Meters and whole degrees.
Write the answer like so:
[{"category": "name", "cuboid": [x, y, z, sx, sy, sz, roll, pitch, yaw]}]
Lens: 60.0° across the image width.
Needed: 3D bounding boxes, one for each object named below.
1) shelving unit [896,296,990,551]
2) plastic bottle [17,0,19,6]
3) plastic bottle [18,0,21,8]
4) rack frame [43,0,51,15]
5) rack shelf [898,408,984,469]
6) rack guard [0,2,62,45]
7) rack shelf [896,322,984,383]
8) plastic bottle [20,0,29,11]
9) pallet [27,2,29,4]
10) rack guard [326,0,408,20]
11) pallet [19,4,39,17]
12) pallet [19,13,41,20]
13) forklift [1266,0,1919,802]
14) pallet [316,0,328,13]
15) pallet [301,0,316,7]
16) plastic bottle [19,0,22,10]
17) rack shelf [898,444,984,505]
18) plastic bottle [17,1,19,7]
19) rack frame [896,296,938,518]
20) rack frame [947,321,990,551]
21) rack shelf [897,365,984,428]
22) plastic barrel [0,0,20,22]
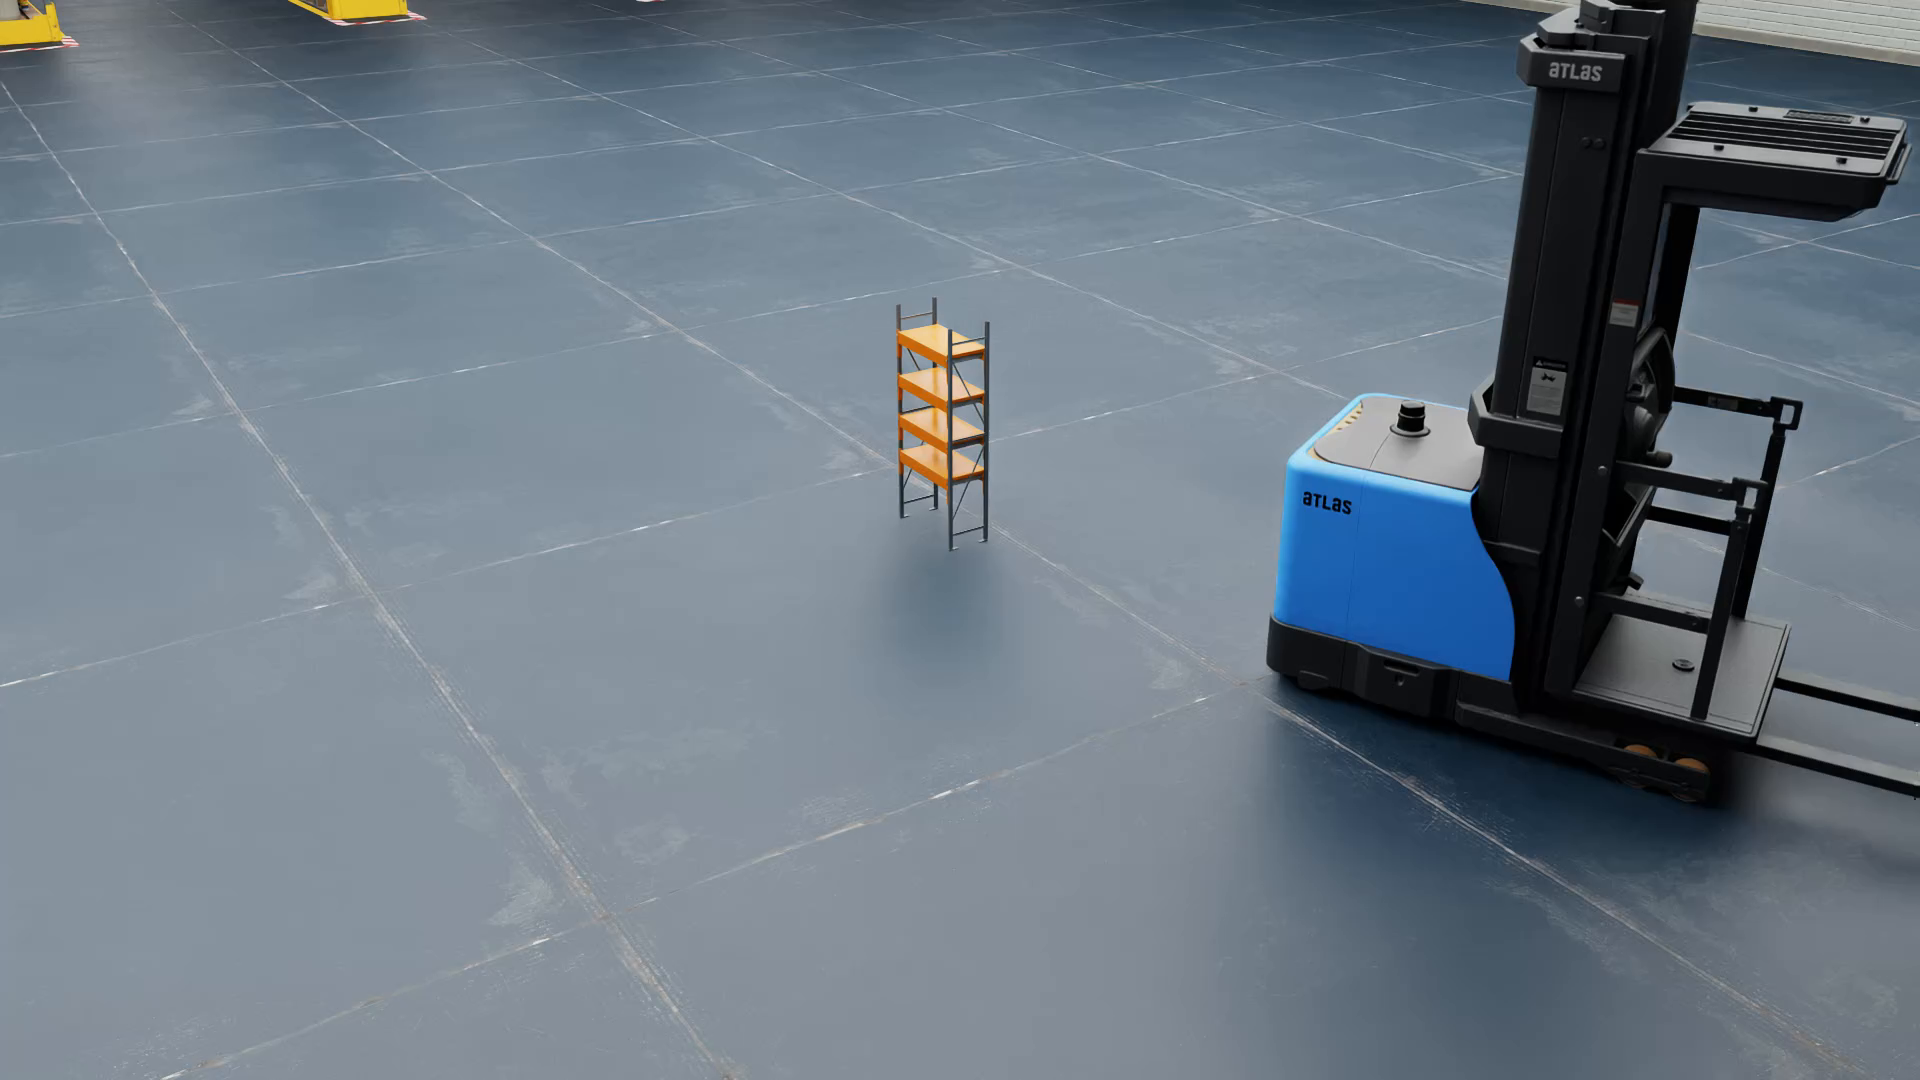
[{"category": "shelving unit", "cuboid": [-0.090, -0.602, 8.619, 0.258, 1.200, 0.503, -16, 29, -30]}, {"category": "plastic bottle", "cuboid": [-14.451, -8.333, 25.568, 0.097, 0.271, 0.097, 0, 25, 0]}, {"category": "plastic bottle", "cuboid": [-14.396, -8.297, 25.492, 0.097, 0.271, 0.097, 0, 25, 0]}, {"category": "rack frame", "cuboid": [-13.480, -8.488, 23.216, 1.000, 3.000, 0.127, -16, 29, -30]}, {"category": "rack shelf", "cuboid": [-0.090, -0.541, 8.648, 0.258, 0.148, 0.480, -16, 29, -30]}, {"category": "rack guard", "cuboid": [-13.561, -7.374, 23.784, 1.175, 0.500, 0.348, -16, 29, -30]}, {"category": "rack shelf", "cuboid": [-0.090, -0.957, 8.452, 0.258, 0.148, 0.480, -16, 29, -30]}, {"category": "plastic bottle", "cuboid": [-14.209, -8.174, 25.233, 0.097, 0.271, 0.097, 0, 25, 0]}, {"category": "pallet", "cuboid": [-15.332, -8.408, 26.313, 1.003, 0.211, 1.213, -16, 29, -30]}, {"category": "rack guard", "cuboid": [-9.372, -8.539, 26.253, 1.175, 0.500, 0.348, -16, 29, -30]}, {"category": "pallet", "cuboid": [-14.662, -7.971, 25.388, 1.003, 0.211, 1.213, -16, 29, -30]}, {"category": "pallet", "cuboid": [-14.000, -7.535, 24.464, 1.003, 0.211, 1.213, -16, 29, -30]}, {"category": "forklift", "cuboid": [2.894, -0.552, 6.486, 3.031, 2.935, 1.130, 14, 29, 28]}, {"category": "pallet", "cuboid": [-9.786, -8.707, 26.947, 1.003, 0.211, 1.213, -16, 29, -30]}, {"category": "pallet", "cuboid": [-10.448, -9.143, 27.871, 1.003, 0.211, 1.213, -16, 29, -30]}, {"category": "plastic bottle", "cuboid": [-14.266, -8.180, 25.326, 0.097, 0.201, 0.097, 0, 25, 0]}, {"category": "rack shelf", "cuboid": [-0.090, -0.361, 8.733, 0.258, 0.148, 0.480, -16, 29, -30]}, {"category": "plastic bottle", "cuboid": [-14.505, -8.336, 25.658, 0.097, 0.201, 0.097, 0, 25, 0]}, {"category": "rack frame", "cuboid": [-0.224, -0.689, 8.804, 0.240, 1.200, 0.015, -16, 29, -30]}, {"category": "rack frame", "cuboid": [0.043, -0.515, 8.434, 0.240, 1.200, 0.015, -16, 29, -30]}, {"category": "rack shelf", "cuboid": [-0.090, -0.743, 8.552, 0.258, 0.148, 0.480, -16, 29, -30]}, {"category": "plastic barrel", "cuboid": [-13.904, -7.770, 24.119, 0.421, 0.512, 0.421, 0, 25, 0]}]
